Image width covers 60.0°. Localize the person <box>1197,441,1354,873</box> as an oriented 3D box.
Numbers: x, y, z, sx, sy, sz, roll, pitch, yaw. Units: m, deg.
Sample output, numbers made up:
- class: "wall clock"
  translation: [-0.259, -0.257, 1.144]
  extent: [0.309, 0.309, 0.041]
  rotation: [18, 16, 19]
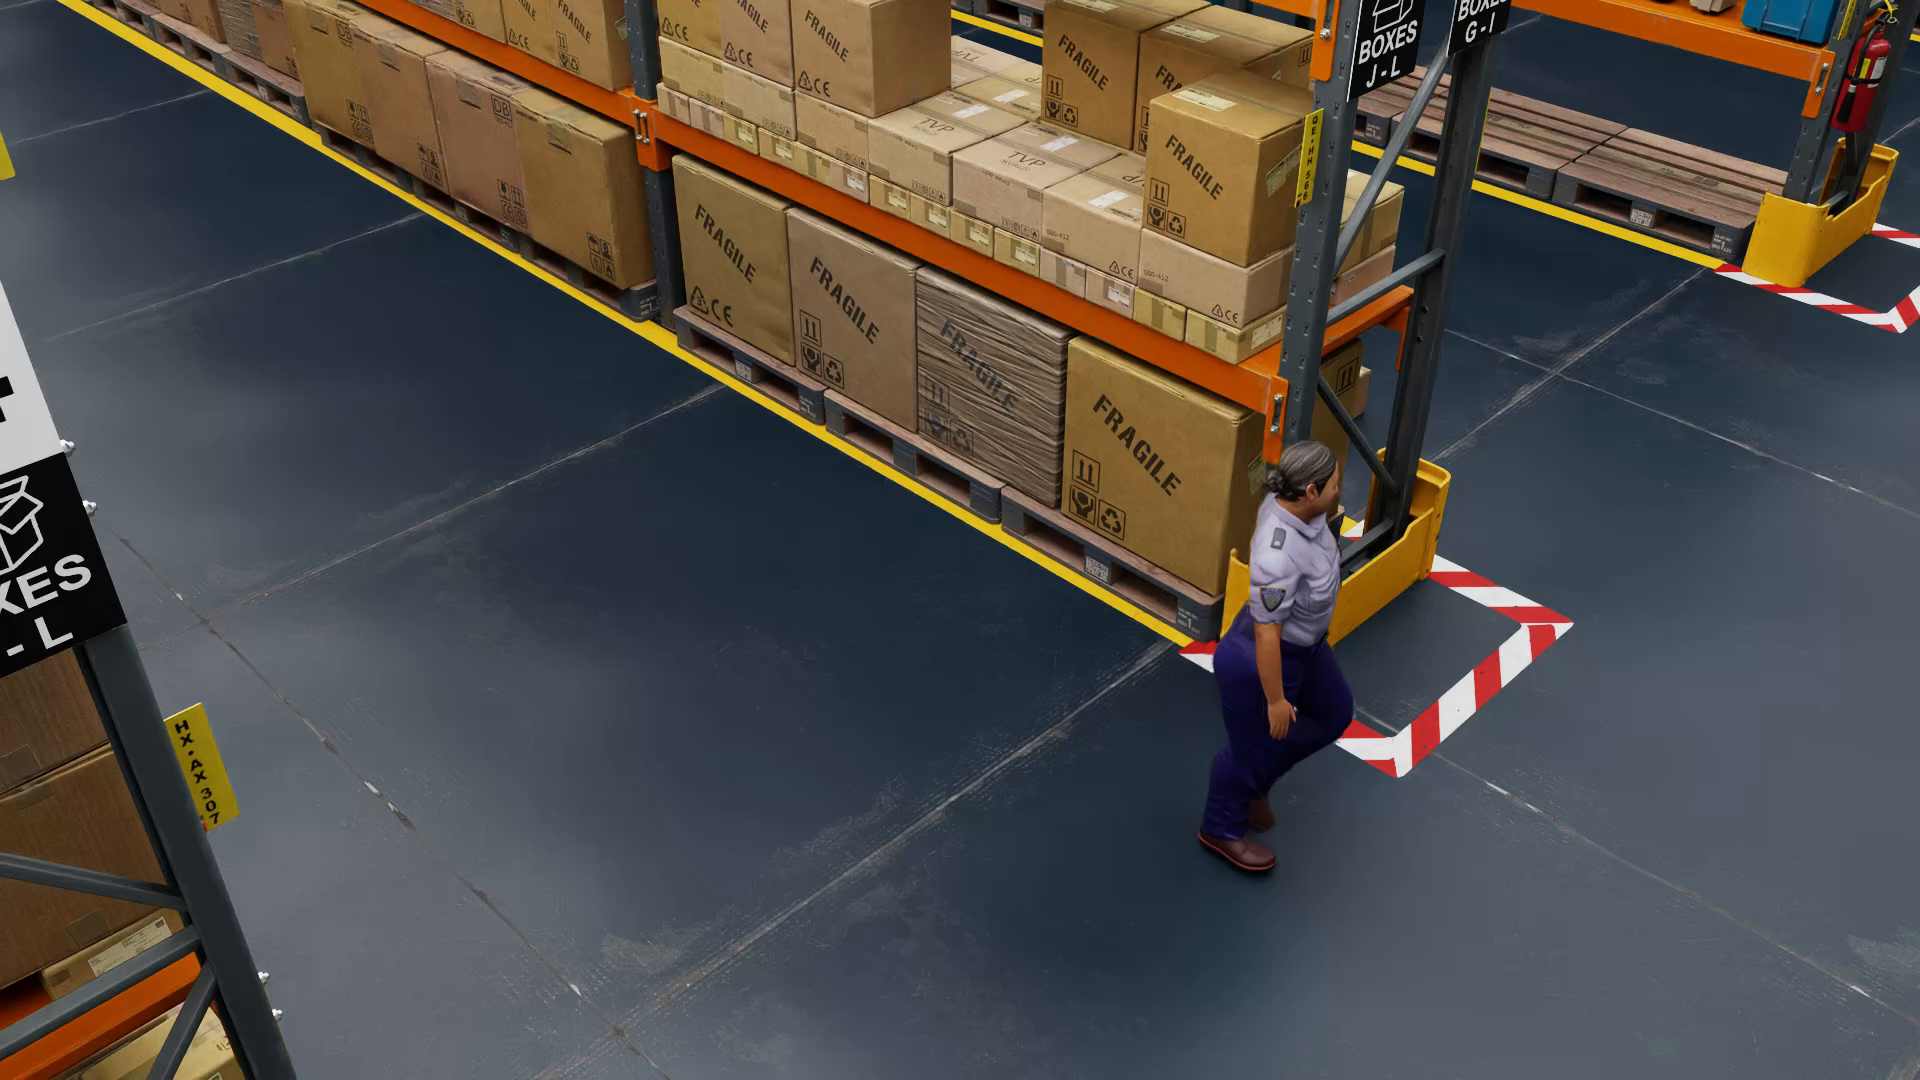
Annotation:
- class: "person"
  translation: [1.093, 0.410, 5.557]
  extent: [0.455, 1.643, 0.534]
  rotation: [15, 38, 20]
